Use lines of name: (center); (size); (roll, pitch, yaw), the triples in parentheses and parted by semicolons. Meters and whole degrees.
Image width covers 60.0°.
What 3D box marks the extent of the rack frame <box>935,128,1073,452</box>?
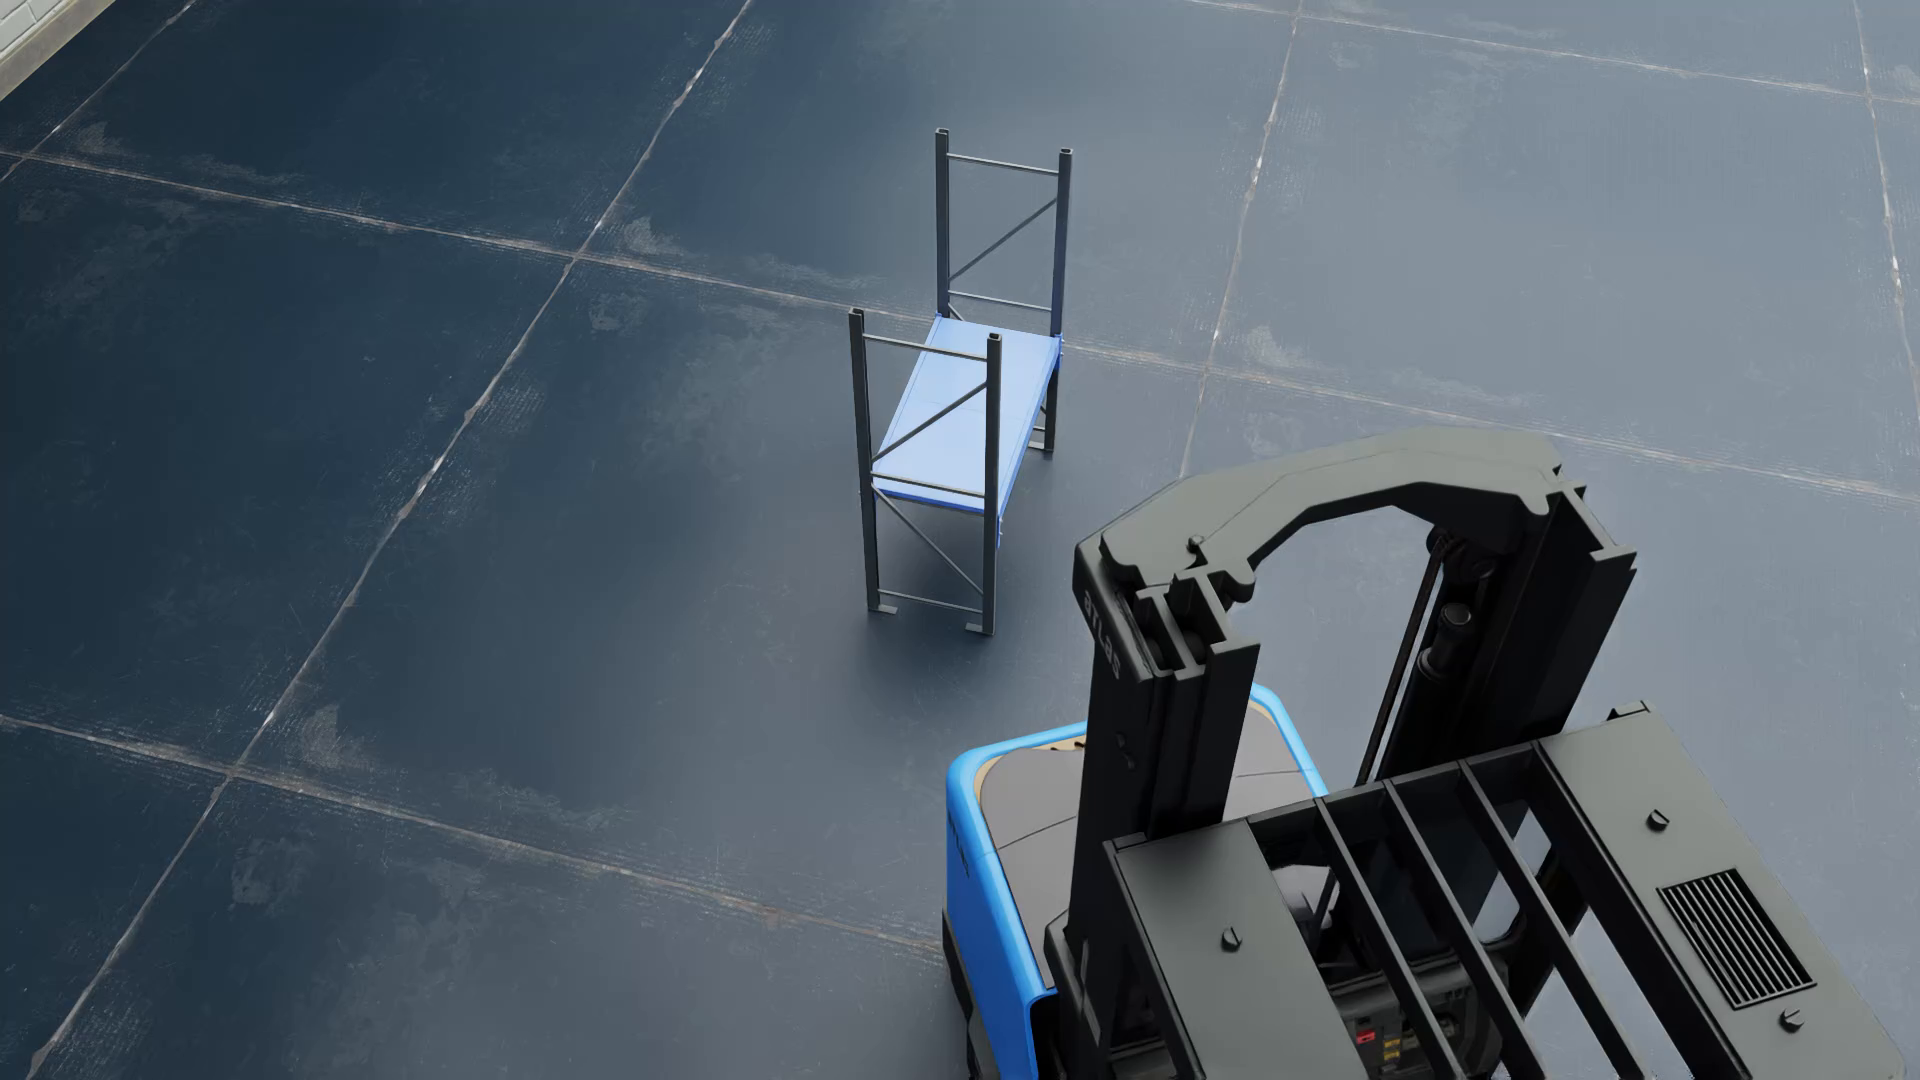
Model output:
rack frame: (0.156, -0.926, 6.486); (0.500, 1.500, 0.032); (12, 50, 10)

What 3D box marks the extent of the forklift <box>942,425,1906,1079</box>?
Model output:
forklift: (0.852, 1.308, 3.559); (1.130, 2.935, 3.031); (-13, 50, -11)

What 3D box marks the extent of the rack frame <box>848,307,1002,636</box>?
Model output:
rack frame: (-0.111, -0.190, 5.836); (0.500, 1.500, 0.032); (12, 50, 10)

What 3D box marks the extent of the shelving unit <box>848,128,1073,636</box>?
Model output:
shelving unit: (0.022, -0.558, 6.161); (0.538, 1.500, 1.048); (12, 50, 10)

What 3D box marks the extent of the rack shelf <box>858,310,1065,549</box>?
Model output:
rack shelf: (0.022, -0.439, 6.296); (0.538, 0.185, 1.000); (12, 50, 10)
